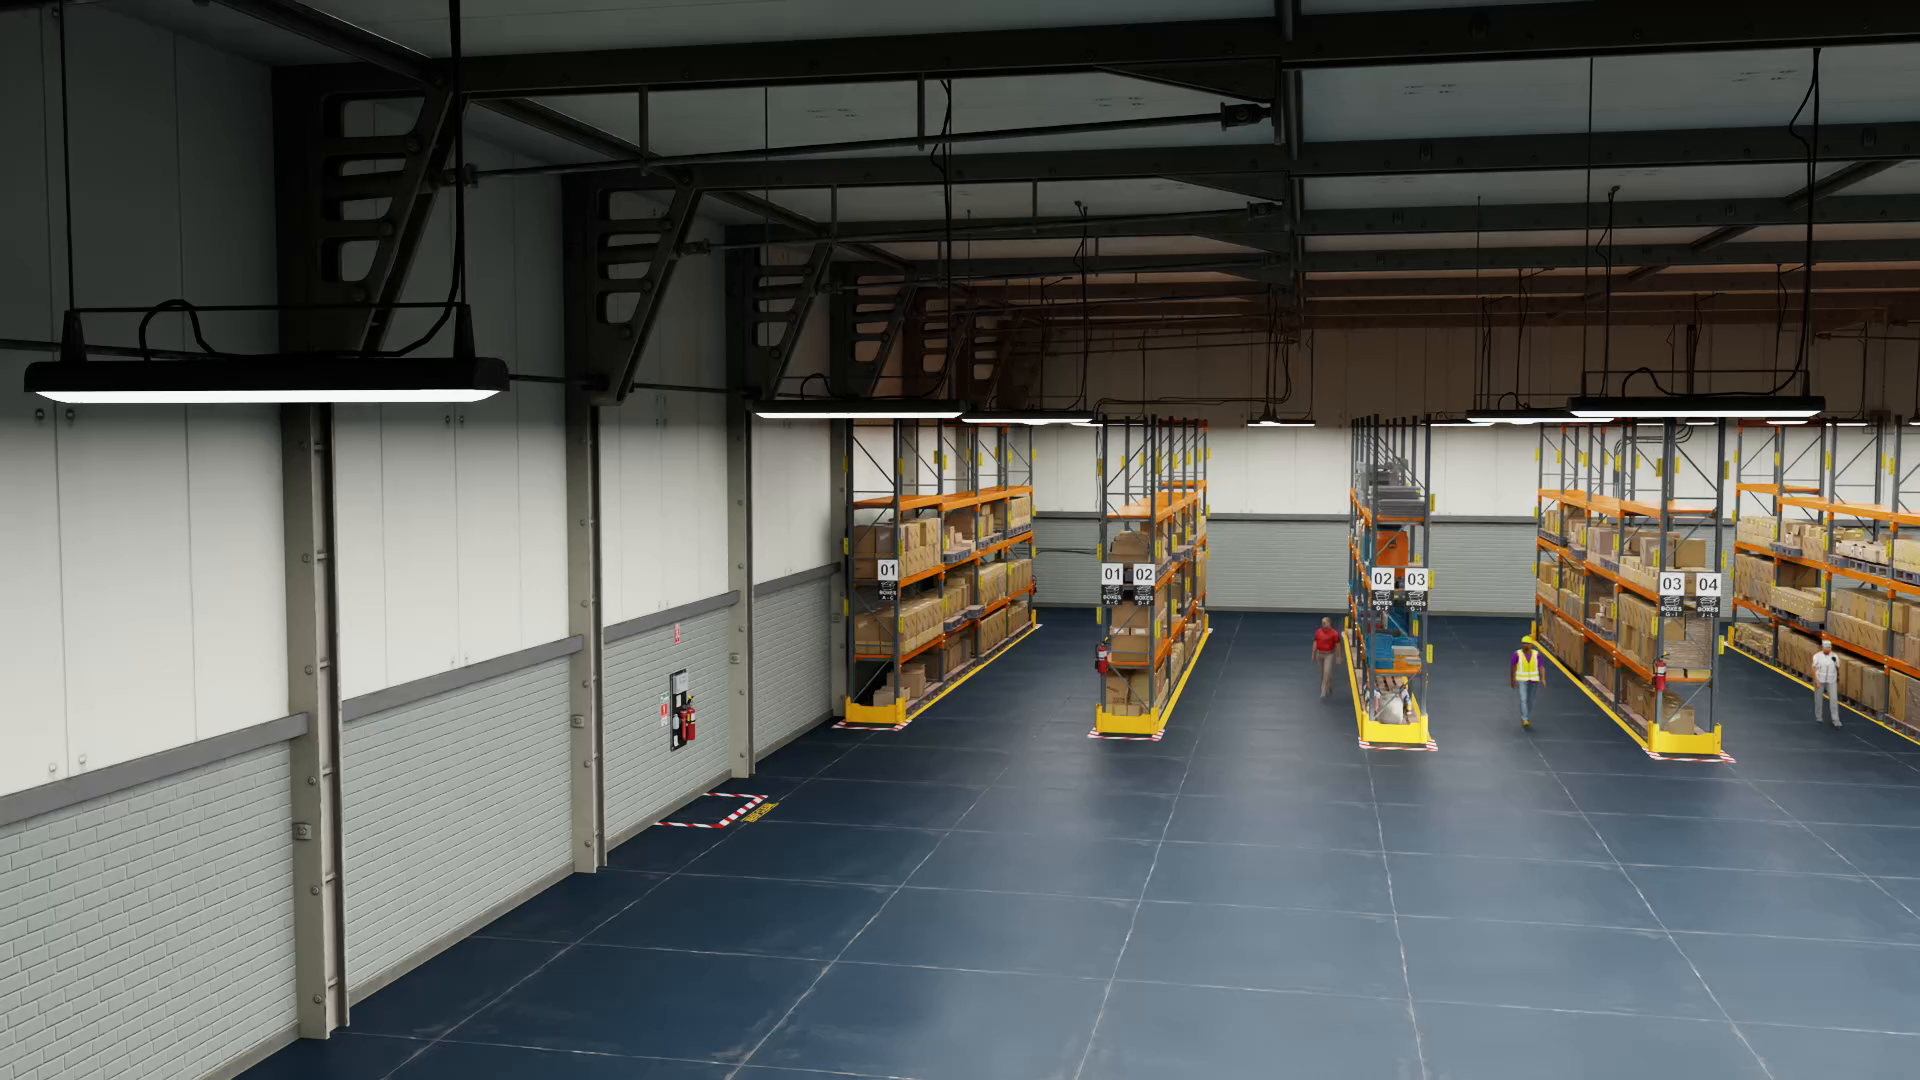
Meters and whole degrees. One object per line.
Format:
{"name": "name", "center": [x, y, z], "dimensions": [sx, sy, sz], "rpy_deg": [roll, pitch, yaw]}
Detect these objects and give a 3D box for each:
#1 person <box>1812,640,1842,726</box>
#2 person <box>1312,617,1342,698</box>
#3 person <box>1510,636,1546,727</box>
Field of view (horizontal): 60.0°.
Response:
{"name": "person", "center": [16.774, 2.745, 32.185], "dimensions": [0.514, 1.618, 0.922], "rpy_deg": [2, 4, 22]}
{"name": "person", "center": [7.782, 2.495, 35.576], "dimensions": [0.576, 1.680, 0.930], "rpy_deg": [3, 5, 42]}
{"name": "person", "center": [10.955, 2.712, 32.021], "dimensions": [0.595, 1.716, 1.031], "rpy_deg": [0, 4, 6]}
